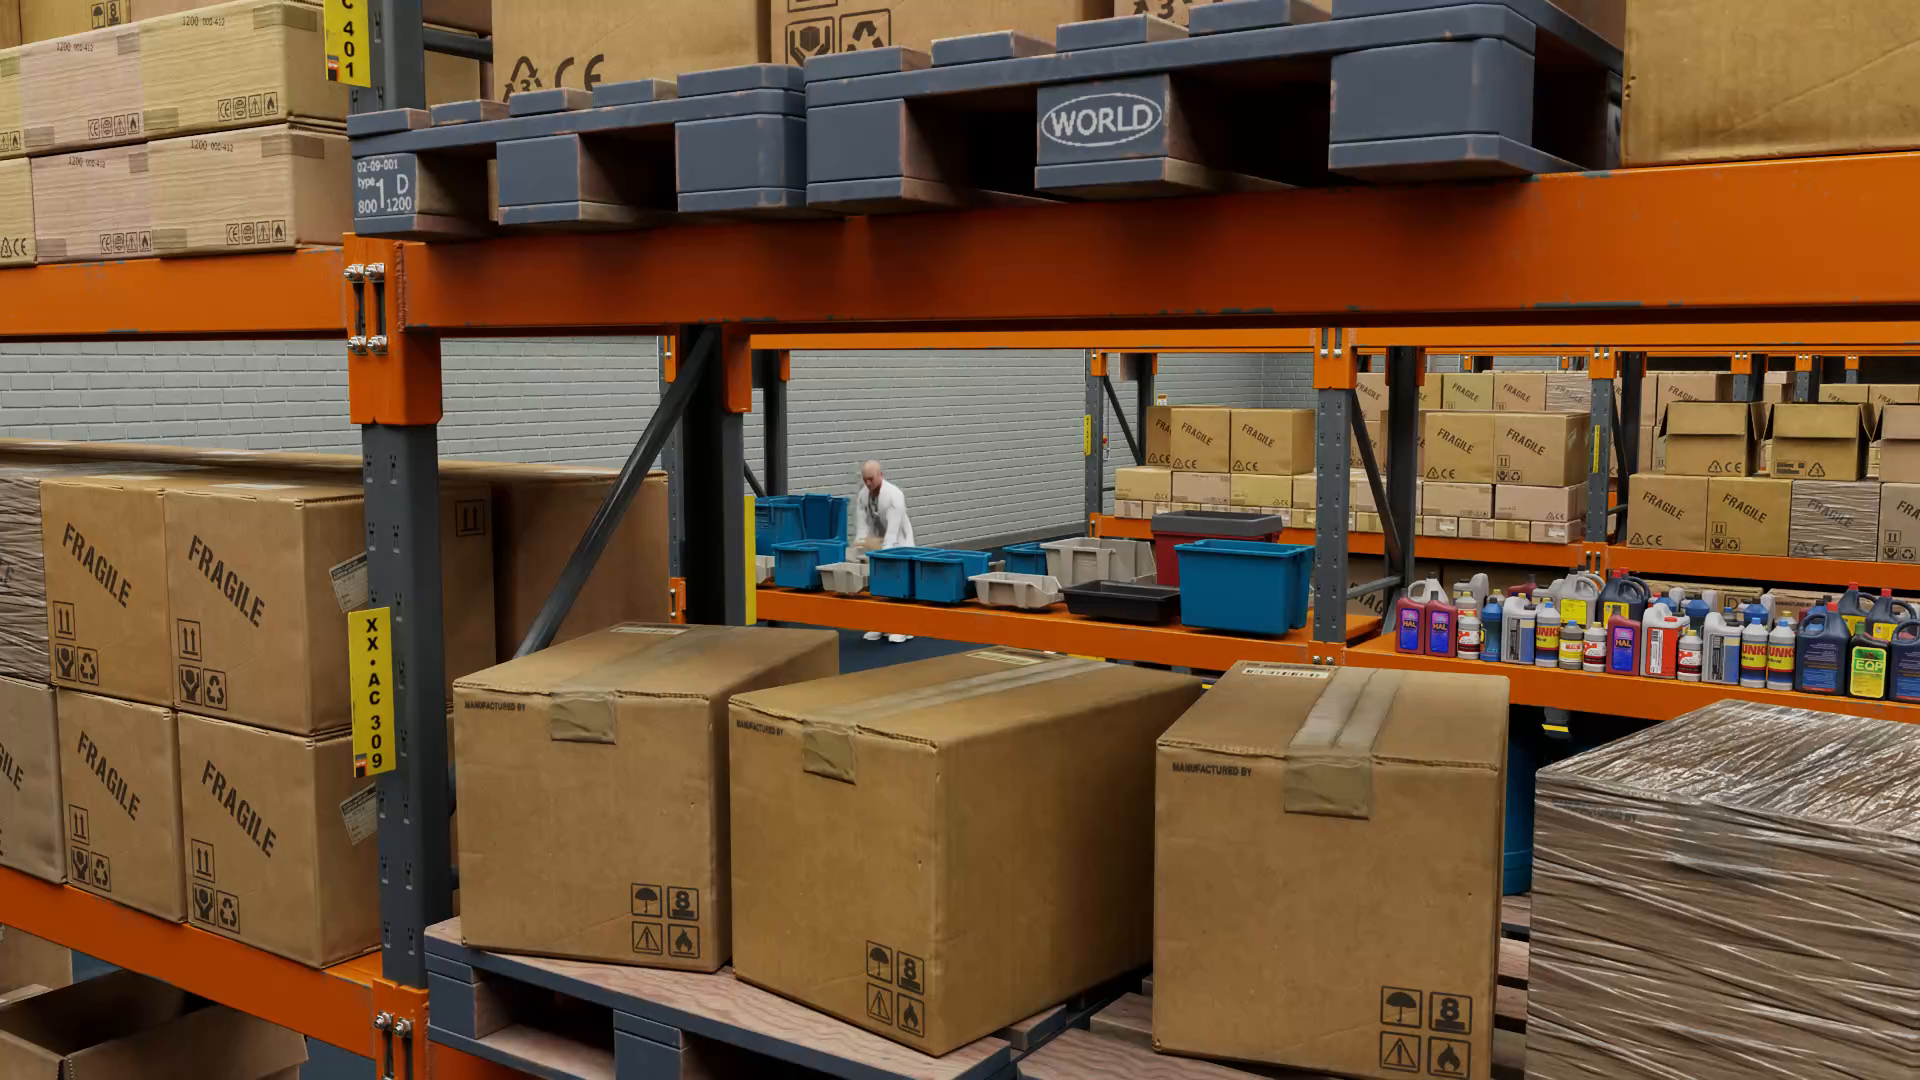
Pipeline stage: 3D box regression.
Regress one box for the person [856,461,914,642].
[{"bbox_3d":[-0.708,0.104,15.286,0.540,1.679,0.627,4,7,32],"label":"person"}]
